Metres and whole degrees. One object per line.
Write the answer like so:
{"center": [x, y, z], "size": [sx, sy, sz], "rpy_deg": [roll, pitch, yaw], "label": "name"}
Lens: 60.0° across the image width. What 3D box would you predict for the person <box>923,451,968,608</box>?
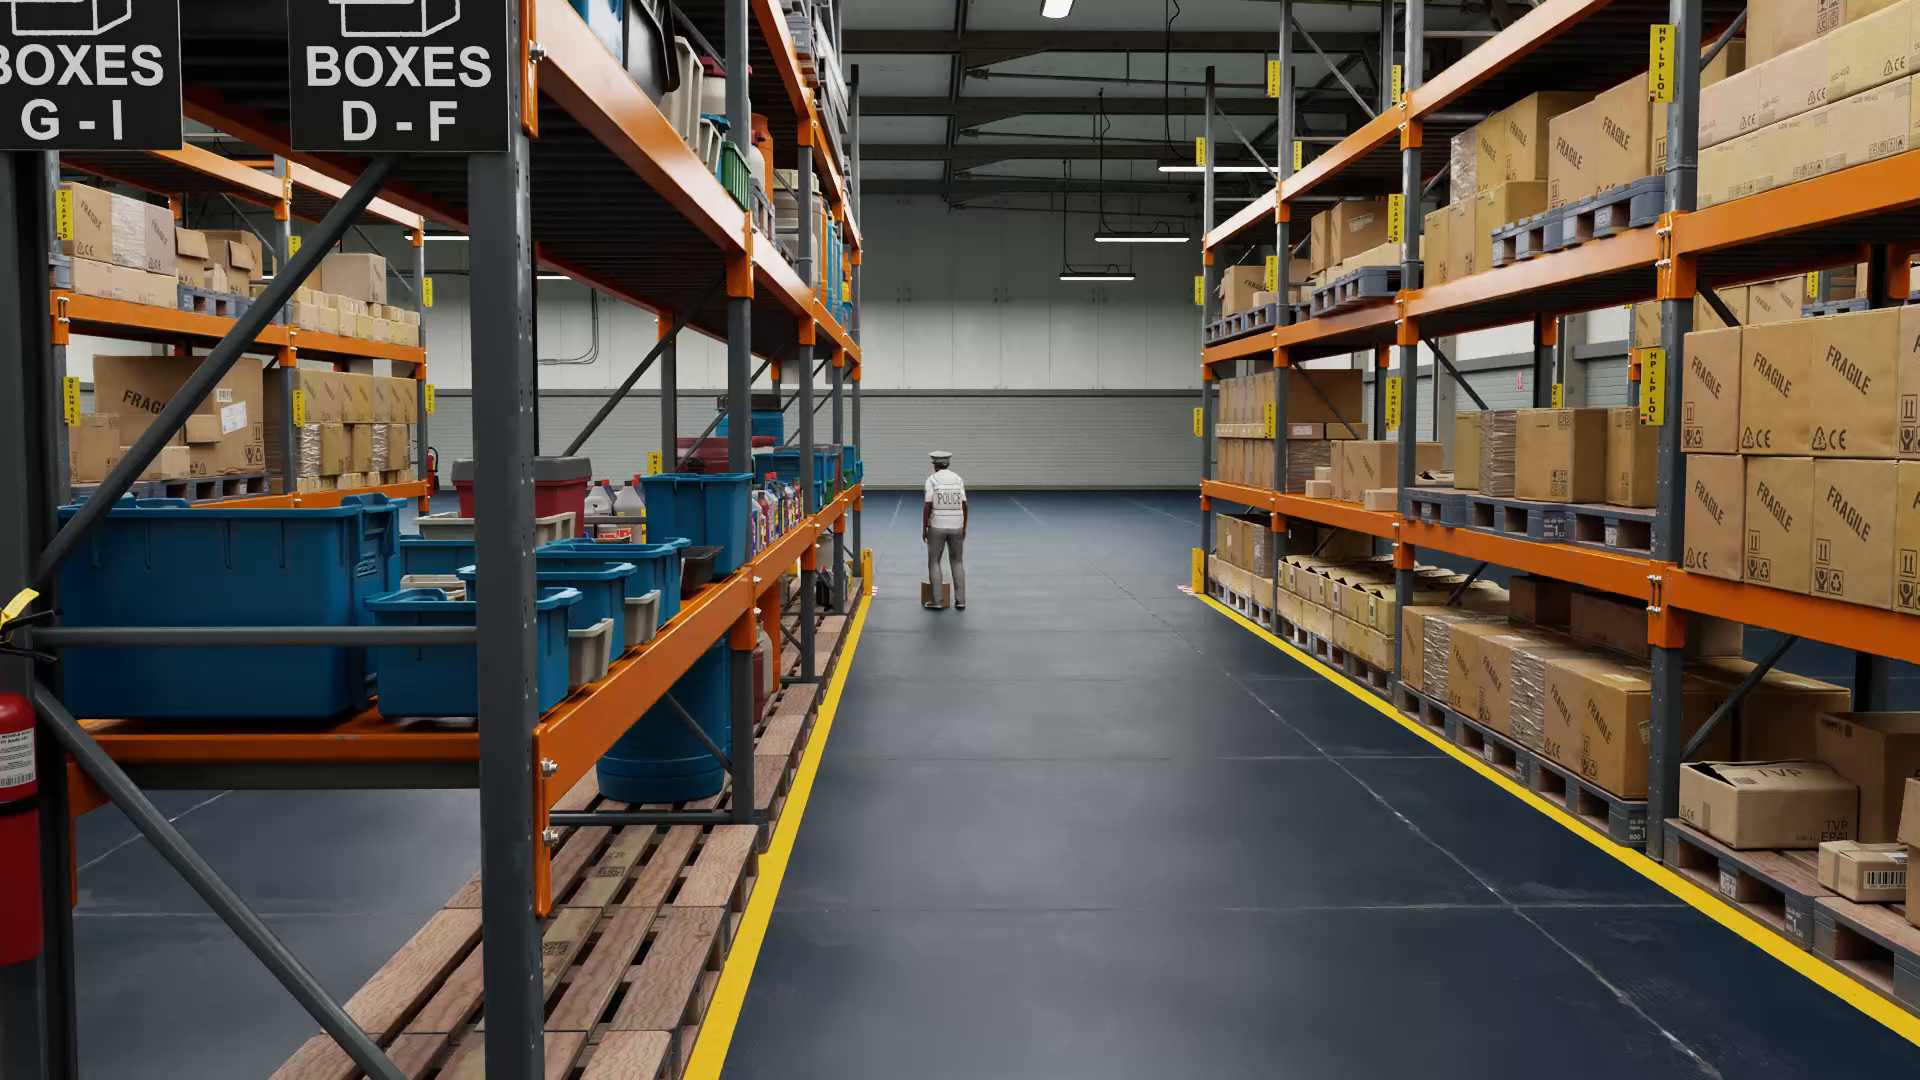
{"center": [-0.155, -0.106, 17.581], "size": [0.505, 1.658, 0.396], "rpy_deg": [-1, 4, -20], "label": "person"}
